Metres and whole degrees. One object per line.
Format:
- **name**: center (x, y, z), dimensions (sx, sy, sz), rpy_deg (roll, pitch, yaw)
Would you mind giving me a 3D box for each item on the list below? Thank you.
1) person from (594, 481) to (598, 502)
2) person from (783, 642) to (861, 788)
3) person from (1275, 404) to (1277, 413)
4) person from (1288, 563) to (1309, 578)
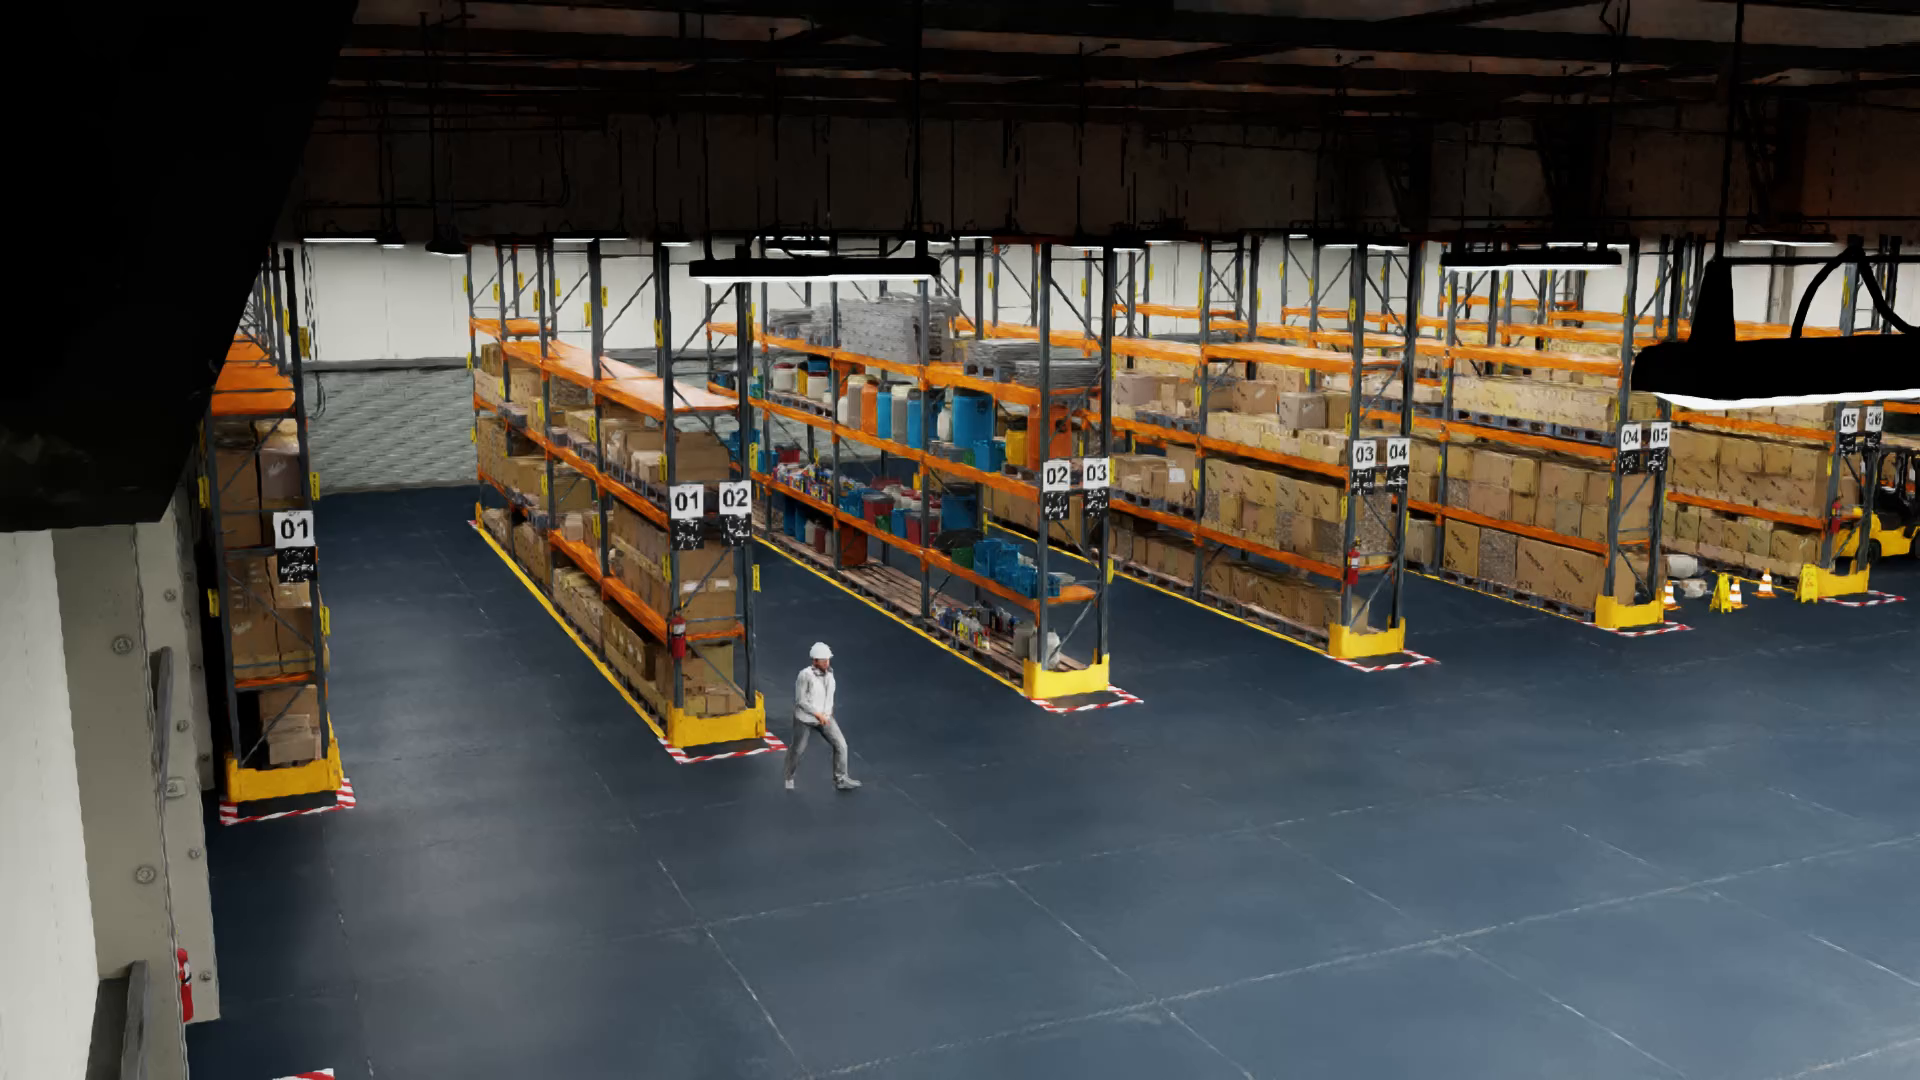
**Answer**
- **person**: center (-7.527, -1.279, 35.003), dimensions (0.503, 1.791, 0.647), rpy_deg (-3, 11, -14)
- **person**: center (-1.610, 1.950, 18.541), dimensions (0.689, 1.712, 0.810), rpy_deg (-10, 15, -42)
- **person**: center (8.463, -3.194, 45.298), dimensions (0.531, 1.650, 0.574), rpy_deg (5, 12, 24)
- **person**: center (5.848, -0.016, 28.678), dimensions (0.578, 1.725, 0.459), rpy_deg (9, 14, 39)
